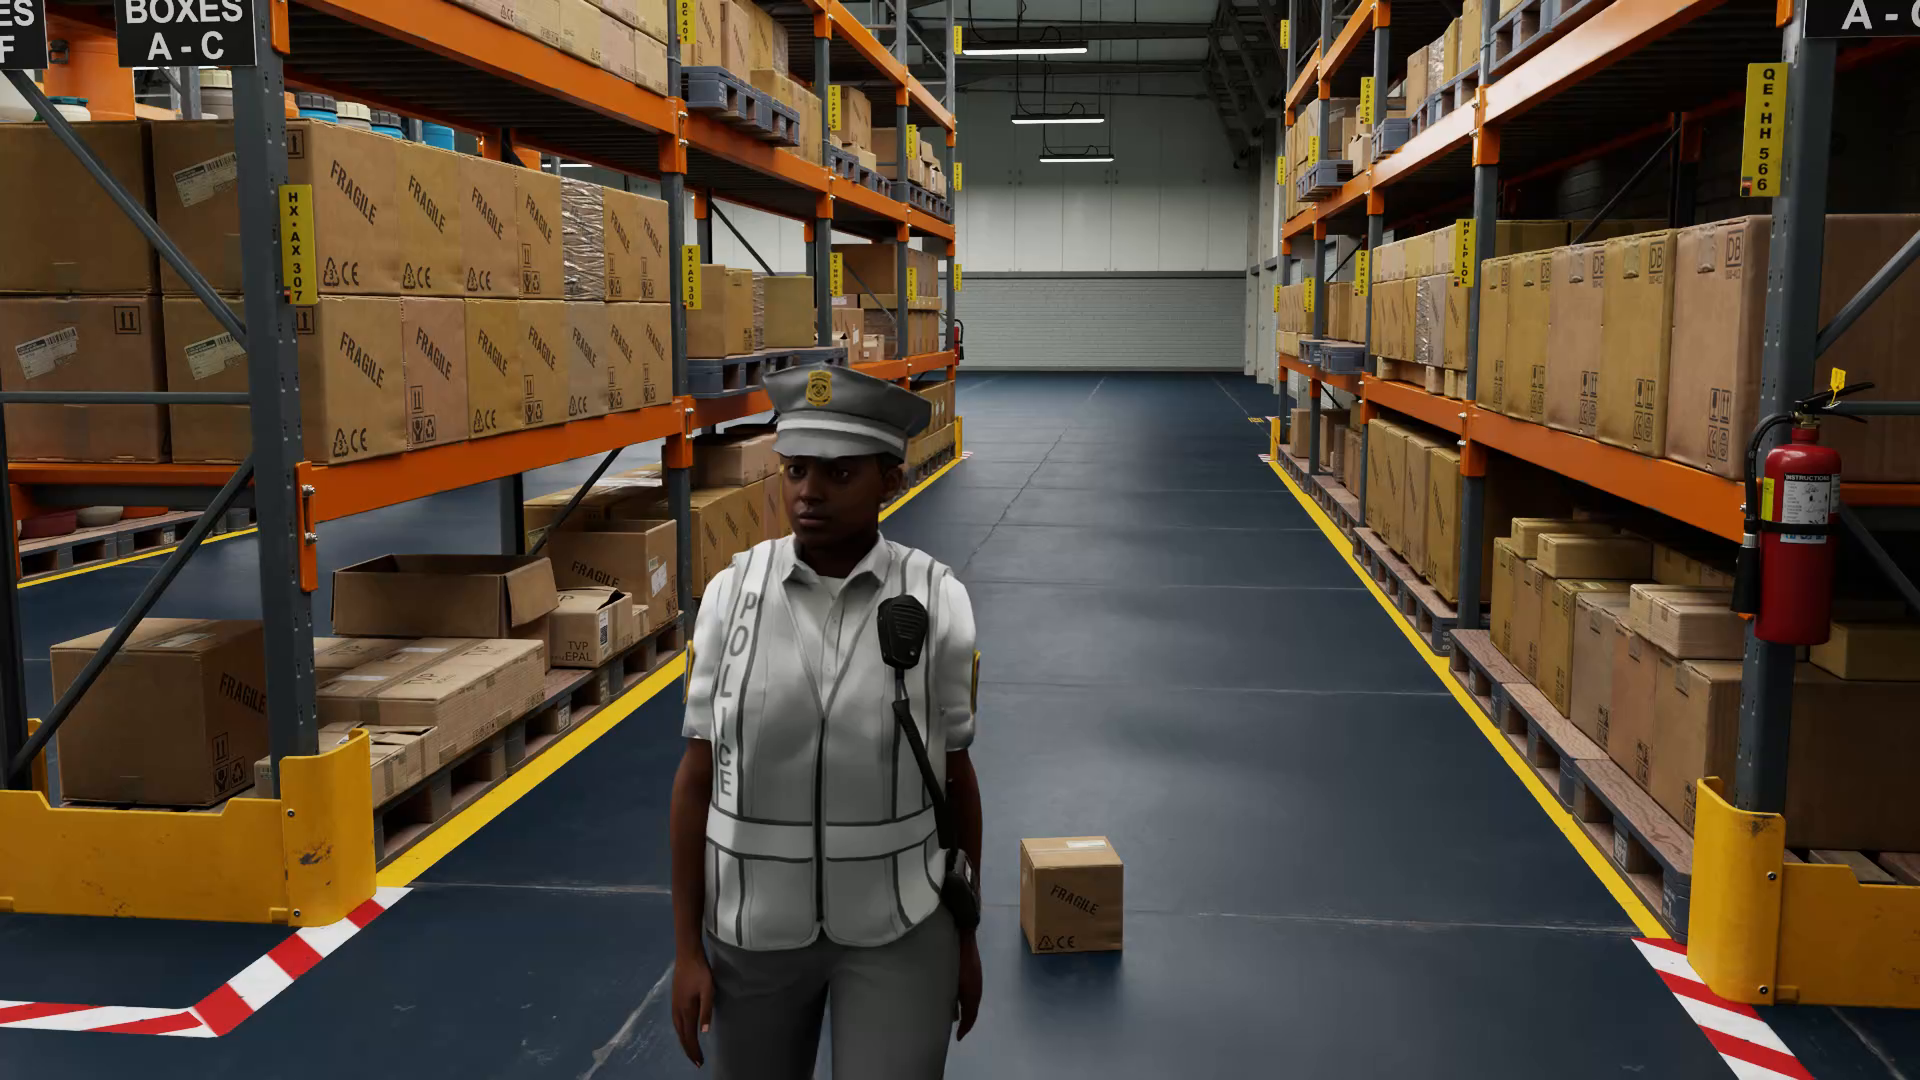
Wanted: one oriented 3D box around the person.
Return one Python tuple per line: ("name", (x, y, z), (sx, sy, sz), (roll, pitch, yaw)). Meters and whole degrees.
("person", (-0.191, 0.561, 2.483), (0.450, 1.652, 0.842), (1, 8, 4))
